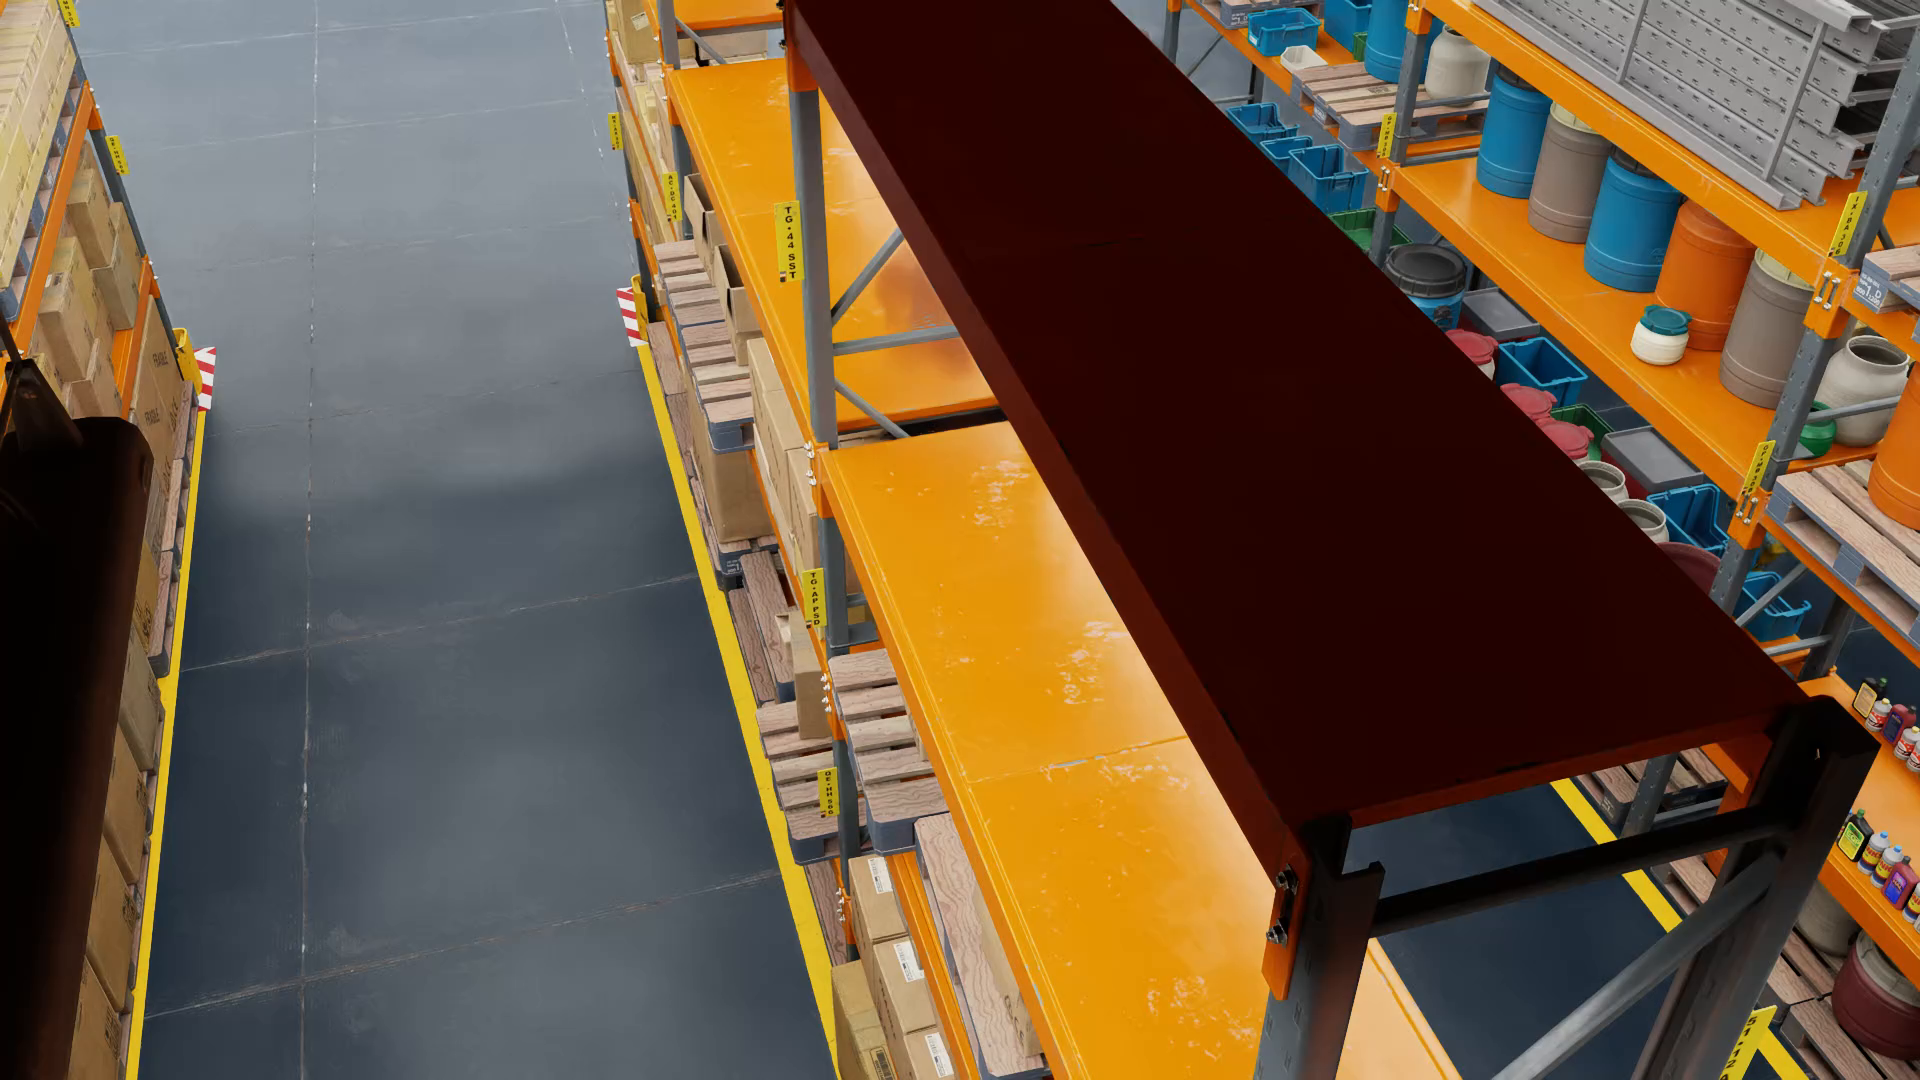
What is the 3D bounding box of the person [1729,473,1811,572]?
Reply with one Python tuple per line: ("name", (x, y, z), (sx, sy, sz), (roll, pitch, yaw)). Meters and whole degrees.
("person", (5.934, -0.479, 12.052), (0.713, 1.730, 0.662), (-8, 39, -10))
